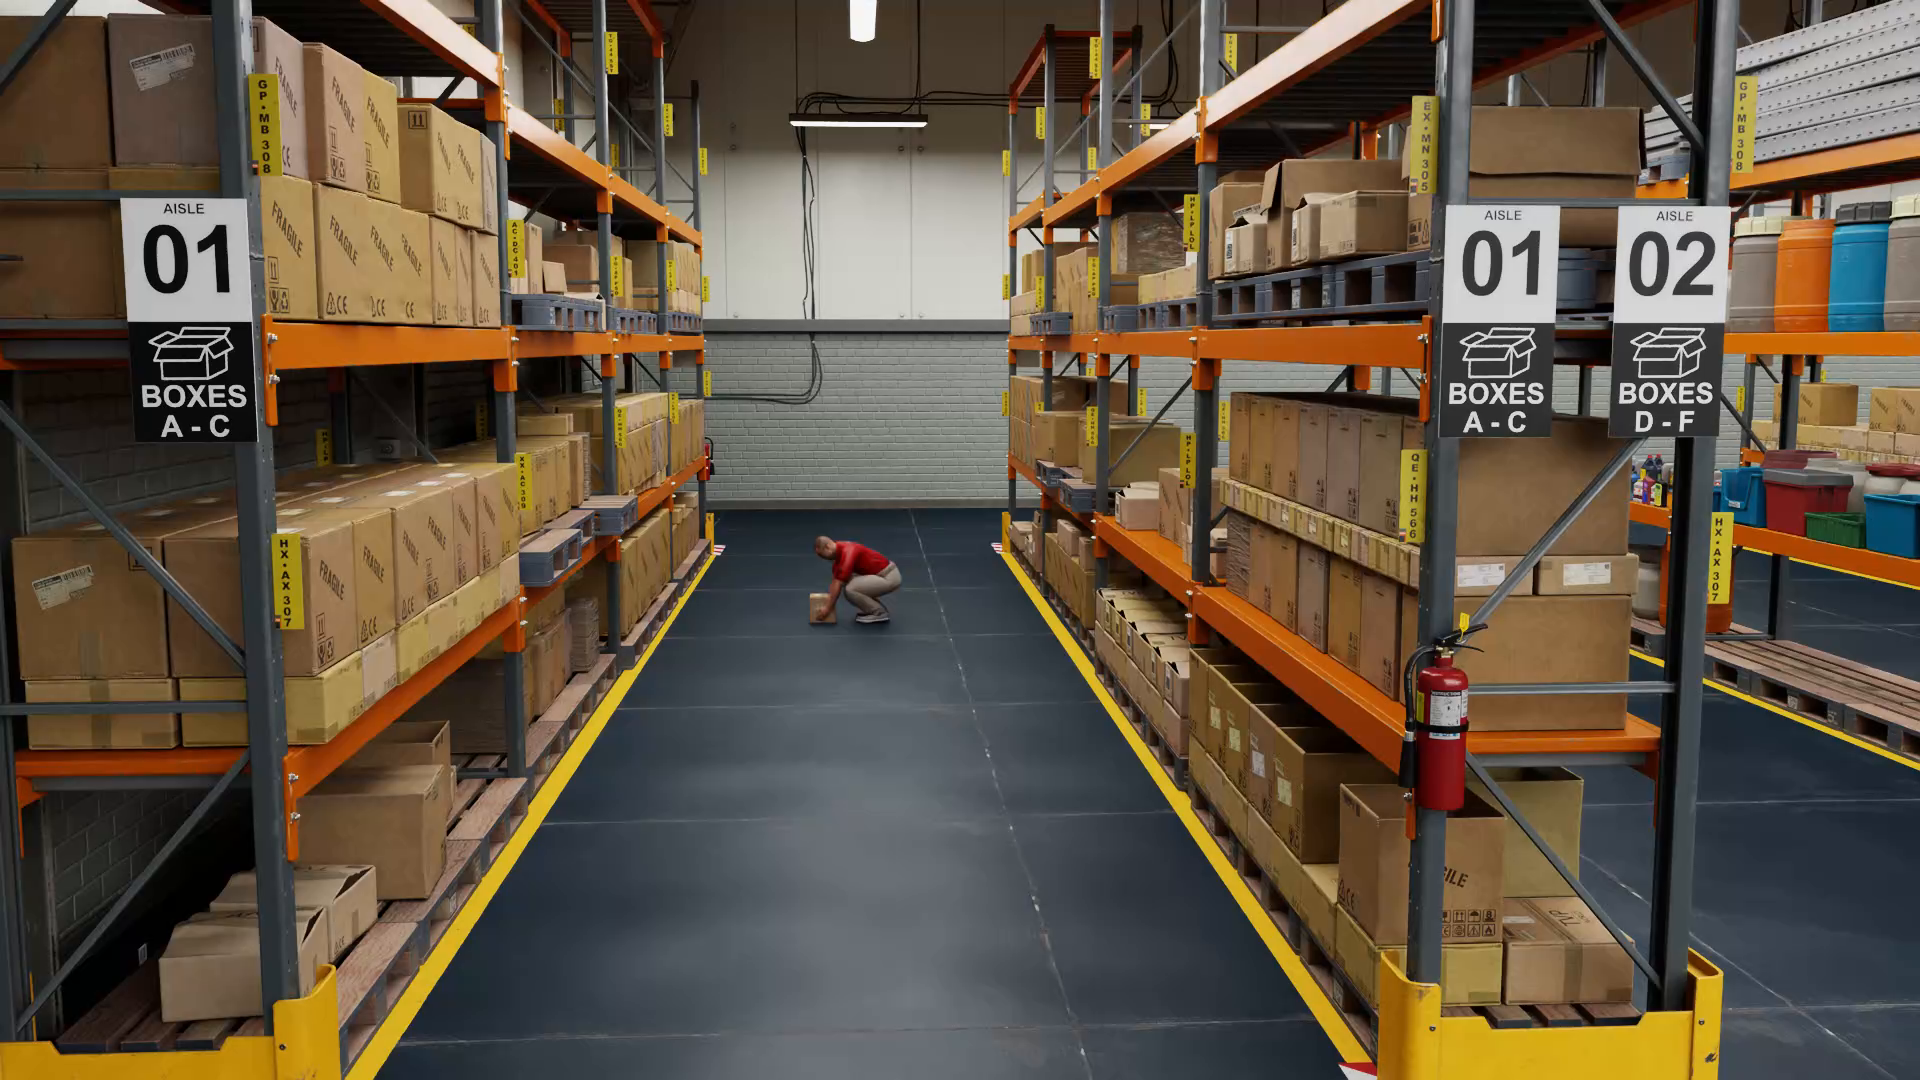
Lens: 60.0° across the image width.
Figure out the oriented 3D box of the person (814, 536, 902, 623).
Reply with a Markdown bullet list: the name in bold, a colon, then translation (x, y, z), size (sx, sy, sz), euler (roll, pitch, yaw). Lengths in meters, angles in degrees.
- **person**: translation (-1.039, 0.378, 16.391), size (0.807, 0.852, 0.555), euler (0, 7, -4)
